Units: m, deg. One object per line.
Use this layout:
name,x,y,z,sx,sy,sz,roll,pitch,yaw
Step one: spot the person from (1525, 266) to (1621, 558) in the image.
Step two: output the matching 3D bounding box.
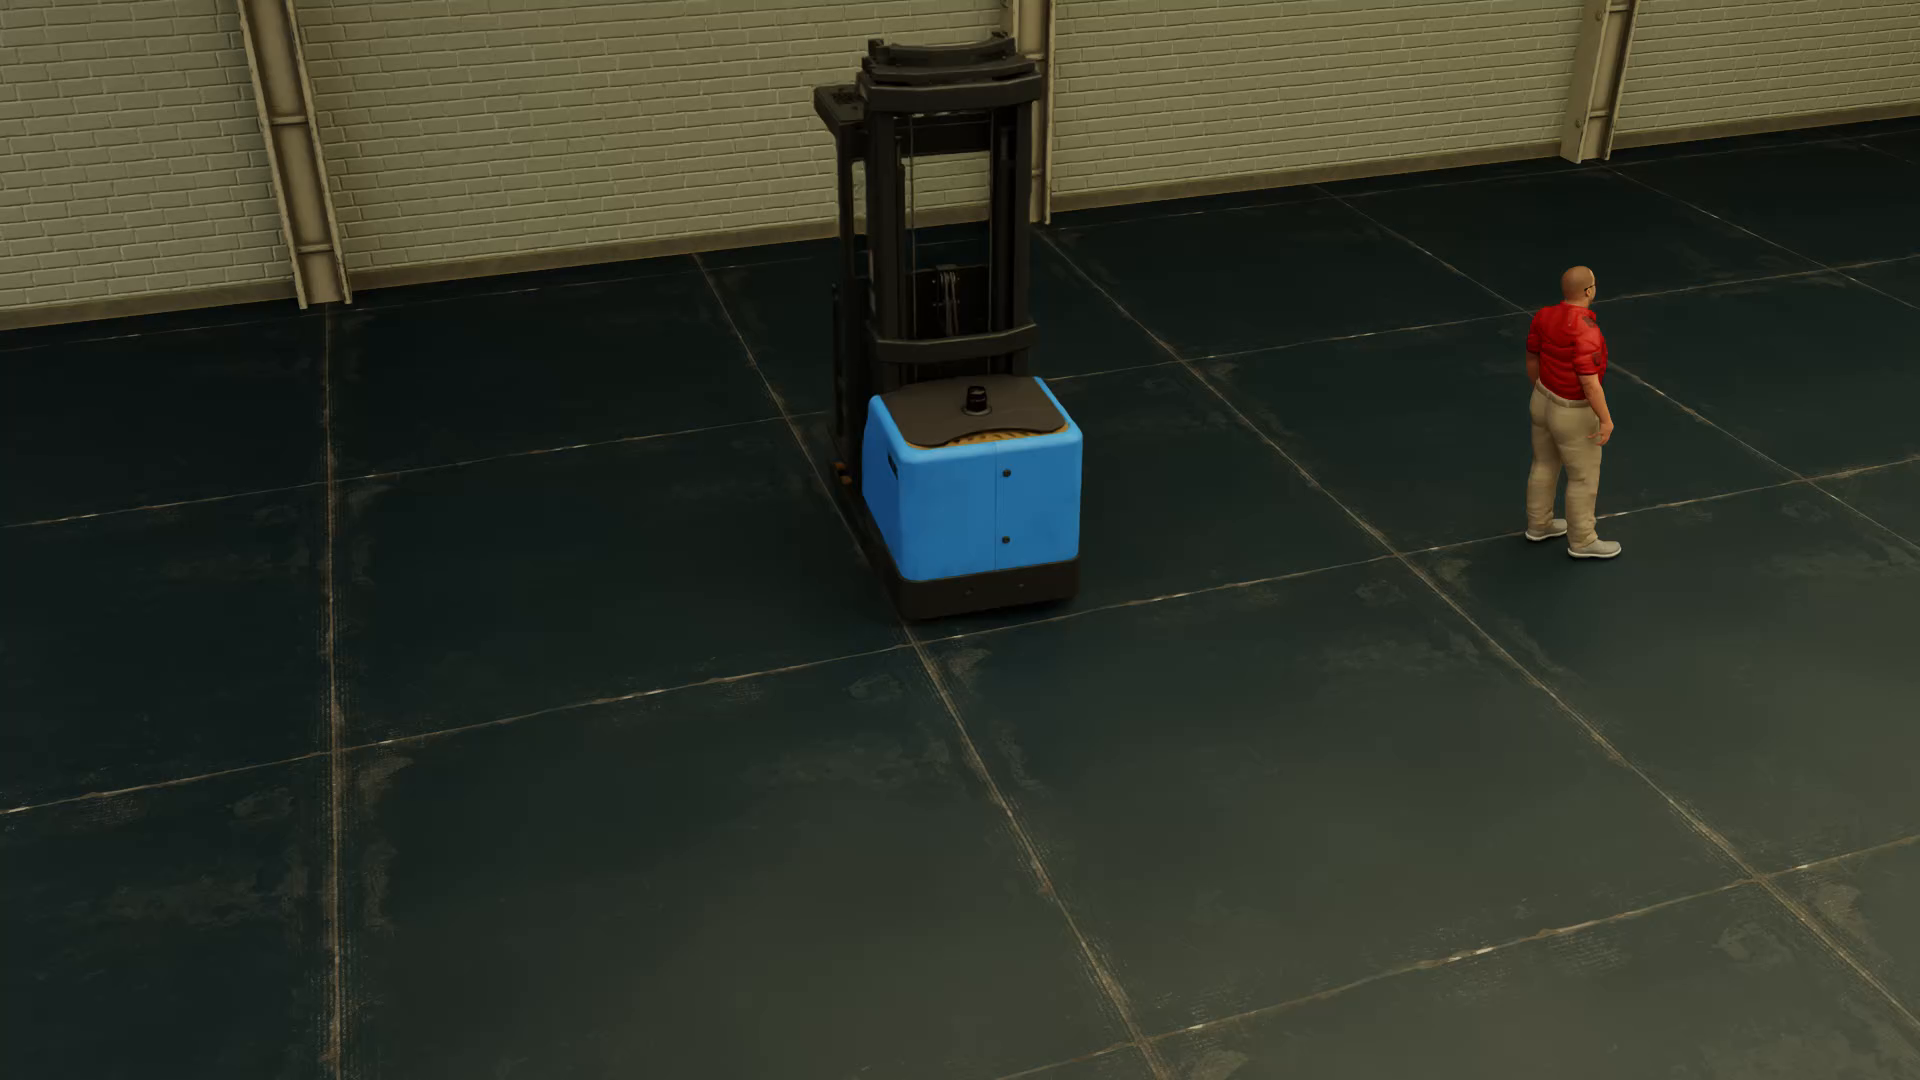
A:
person,3.571,-0.757,9.594,0.551,1.727,0.640,-11,32,-18

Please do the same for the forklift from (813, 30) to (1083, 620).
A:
forklift,-0.208,-1.556,9.792,1.130,2.935,3.031,-8,31,-13
